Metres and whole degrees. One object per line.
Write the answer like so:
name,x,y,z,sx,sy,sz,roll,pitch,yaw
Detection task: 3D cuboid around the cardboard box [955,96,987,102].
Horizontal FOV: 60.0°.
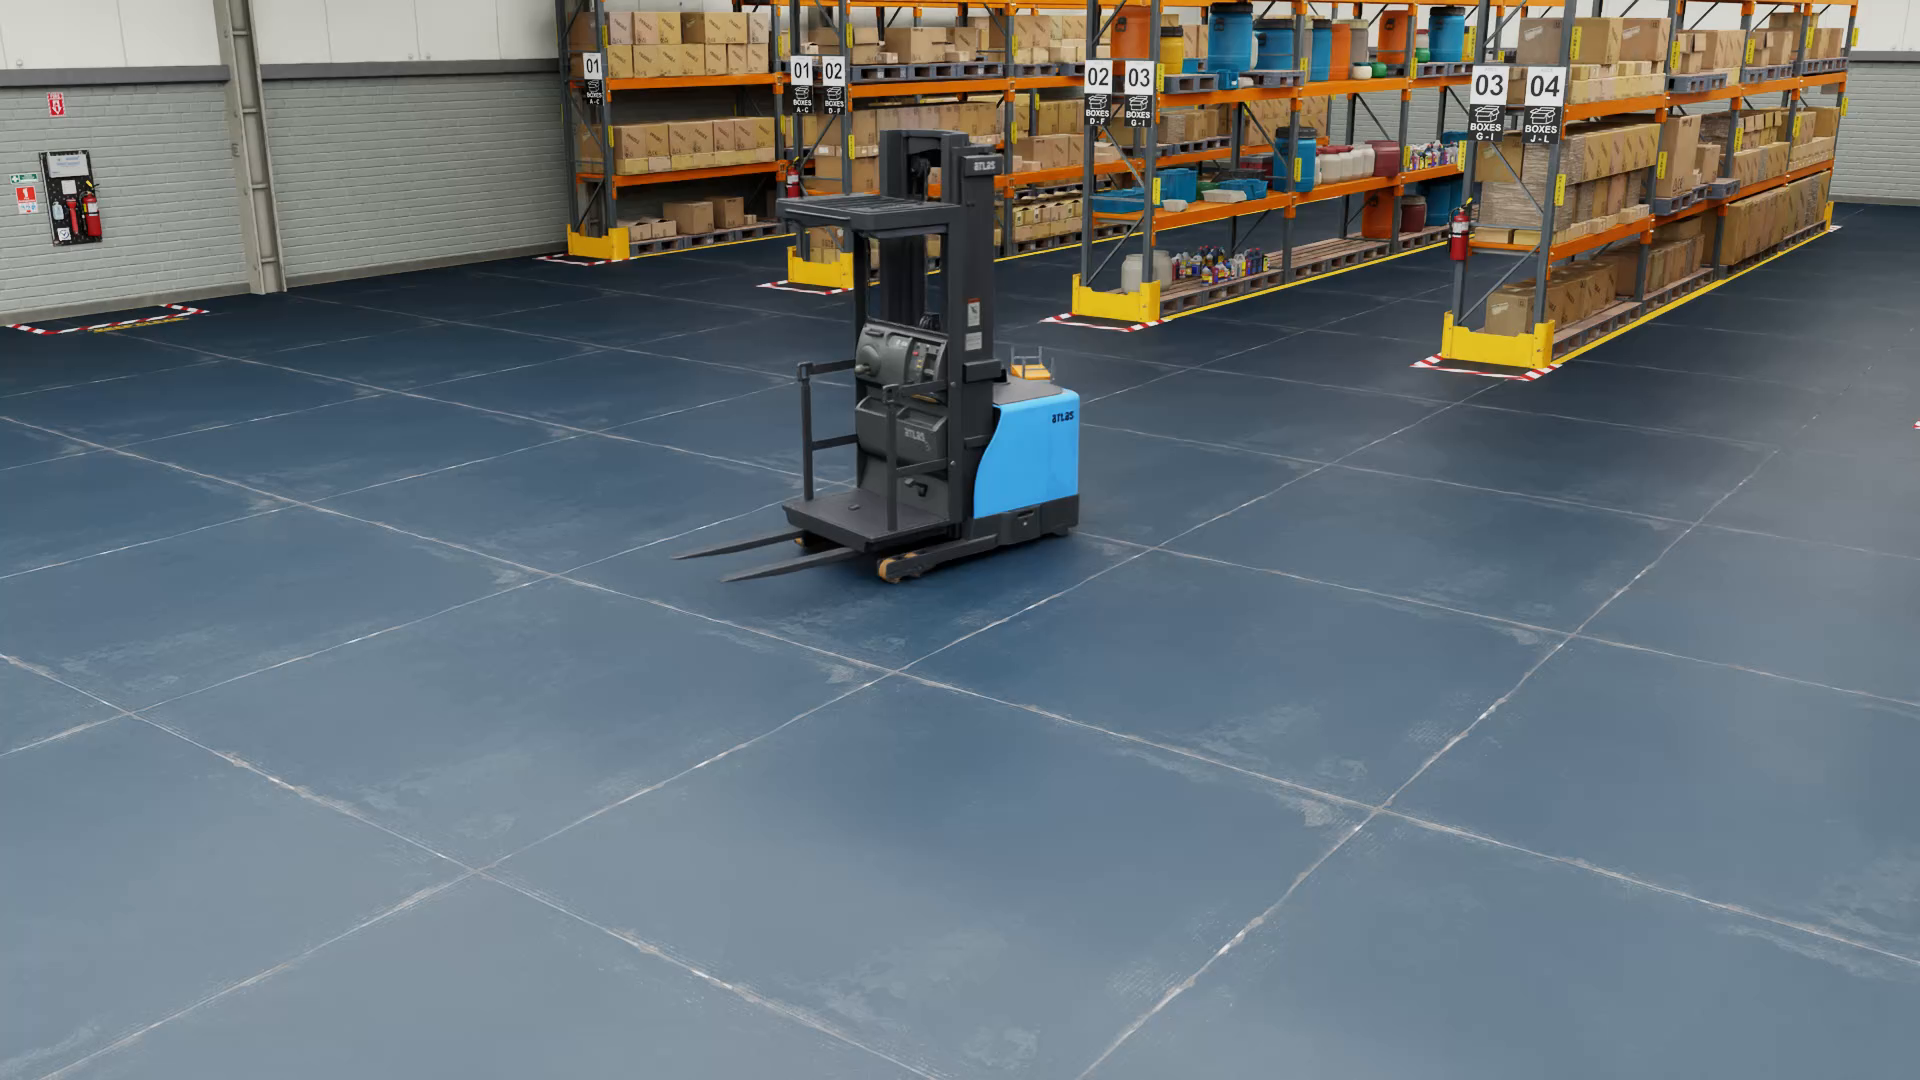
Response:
cardboard box,0.208,-8.955,34.055,0.500,0.250,0.500,12,21,34

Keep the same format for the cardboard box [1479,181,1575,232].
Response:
cardboard box,6.334,-3.749,18.589,0.875,0.500,0.500,12,21,35

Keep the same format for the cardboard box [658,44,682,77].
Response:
cardboard box,-4.895,-7.830,27.141,0.500,0.500,0.500,14,22,37

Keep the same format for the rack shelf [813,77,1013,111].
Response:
rack shelf,-0.777,-6.750,25.077,1.077,0.370,4.000,12,21,35

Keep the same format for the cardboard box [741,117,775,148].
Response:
cardboard box,-3.600,-7.141,29.135,0.500,0.500,0.500,12,21,35

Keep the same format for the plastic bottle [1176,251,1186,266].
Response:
plastic bottle,3.099,-3.897,23.459,0.144,0.351,0.185,13,22,37

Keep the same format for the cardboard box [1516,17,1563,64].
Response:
cardboard box,6.705,-5.708,18.996,0.500,0.500,0.500,12,21,35

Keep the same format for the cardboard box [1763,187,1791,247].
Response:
cardboard box,12.769,-5.321,27.196,1.225,0.875,0.875,12,21,35

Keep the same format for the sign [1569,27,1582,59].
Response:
sign,6.420,-5.187,17.358,0.100,0.325,0.005,12,21,35

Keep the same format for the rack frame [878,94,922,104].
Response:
rack frame,-1.183,-7.964,32.833,1.000,3.000,0.127,12,21,35

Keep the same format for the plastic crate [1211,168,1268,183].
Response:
plastic crate,3.976,-5.129,23.808,0.767,0.338,0.504,12,21,35

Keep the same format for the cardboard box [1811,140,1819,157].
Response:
cardboard box,14.529,-6.785,28.787,0.500,0.250,0.500,12,21,35

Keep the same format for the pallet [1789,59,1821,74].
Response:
pallet,13.630,-7.874,27.635,1.003,0.211,1.213,12,21,35

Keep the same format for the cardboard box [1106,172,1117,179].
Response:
cardboard box,3.247,-8.692,38.683,0.700,0.500,0.500,12,21,35

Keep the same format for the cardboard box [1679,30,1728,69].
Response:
cardboard box,10.064,-6.661,22.565,0.500,0.500,0.500,13,21,36

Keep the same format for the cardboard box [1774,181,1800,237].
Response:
cardboard box,13.592,-5.620,28.159,0.875,0.875,0.875,12,21,35

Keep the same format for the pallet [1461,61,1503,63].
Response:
pallet,8.768,-8.305,29.190,1.213,0.211,1.003,12,21,35

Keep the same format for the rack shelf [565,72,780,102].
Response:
rack shelf,-4.758,-7.624,27.893,1.077,0.370,4.000,12,21,35

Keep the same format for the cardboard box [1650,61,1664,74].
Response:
cardboard box,8.406,-5.809,20.414,0.380,0.149,0.250,13,22,36

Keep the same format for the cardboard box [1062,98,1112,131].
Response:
cardboard box,2.863,-9.715,37.963,0.980,0.700,0.700,12,21,34

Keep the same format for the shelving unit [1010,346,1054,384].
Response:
shelving unit,0.559,-0.876,13.041,0.258,1.200,0.503,-2,17,-8

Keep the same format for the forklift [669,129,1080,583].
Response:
forklift,-0.570,-1.283,11.434,3.031,2.935,1.130,-14,22,-38

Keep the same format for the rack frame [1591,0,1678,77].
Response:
rack frame,8.368,-7.251,20.420,1.000,3.000,0.127,12,21,35

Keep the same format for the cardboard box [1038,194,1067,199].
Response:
cardboard box,1.638,-5.925,29.247,0.500,0.311,0.500,12,21,33

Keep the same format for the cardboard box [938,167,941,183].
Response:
cardboard box,-0.456,-5.833,25.800,0.700,0.500,0.500,13,21,35

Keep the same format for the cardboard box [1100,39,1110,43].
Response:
cardboard box,3.051,-11.134,37.356,0.500,0.250,0.500,11,21,33

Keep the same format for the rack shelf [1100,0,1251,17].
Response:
rack shelf,3.989,-9.897,30.827,1.077,0.370,4.000,12,21,35

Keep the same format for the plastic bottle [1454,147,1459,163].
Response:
plastic bottle,8.663,-6.749,29.129,0.152,0.276,0.135,12,21,35

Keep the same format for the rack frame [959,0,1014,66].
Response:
rack frame,0.414,-9.002,26.059,1.000,3.000,0.127,12,21,35

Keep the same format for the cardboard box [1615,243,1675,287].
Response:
cardboard box,9.383,-3.788,22.858,0.700,0.500,0.500,10,20,30

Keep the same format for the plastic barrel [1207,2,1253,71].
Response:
plastic barrel,3.711,-6.915,22.844,0.600,0.901,0.708,12,21,35

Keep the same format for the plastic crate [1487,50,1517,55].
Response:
plastic crate,10.409,-9.207,31.880,0.504,0.338,0.767,12,21,35

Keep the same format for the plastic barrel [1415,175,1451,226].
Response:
plastic barrel,8.397,-6.070,29.562,0.600,0.901,0.708,12,21,35

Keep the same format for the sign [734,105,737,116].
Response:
sign,-4.014,-7.662,29.906,0.100,0.325,0.005,12,21,35

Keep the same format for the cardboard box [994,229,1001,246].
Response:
cardboard box,0.313,-4.876,26.815,0.500,0.250,0.500,12,21,35

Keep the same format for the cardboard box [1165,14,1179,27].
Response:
cardboard box,3.670,-9.394,30.522,0.500,0.500,0.500,12,21,35

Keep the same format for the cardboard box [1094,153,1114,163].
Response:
cardboard box,2.484,-6.707,29.207,0.380,0.149,0.250,12,21,35

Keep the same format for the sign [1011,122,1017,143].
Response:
sign,0.861,-6.491,26.494,0.100,0.325,0.005,12,21,35

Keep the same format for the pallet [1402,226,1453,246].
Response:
pallet,7.937,-5.367,29.169,1.003,0.211,1.213,12,21,35

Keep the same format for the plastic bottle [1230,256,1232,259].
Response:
plastic bottle,3.833,-3.859,23.451,0.061,0.283,0.133,12,21,35

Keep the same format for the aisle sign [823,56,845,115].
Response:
aisle sign,-1.762,-6.356,23.271,0.394,0.787,0.004,12,21,35

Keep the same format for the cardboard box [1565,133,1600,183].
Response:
cardboard box,6.835,-4.301,18.680,0.500,0.500,0.500,12,21,35

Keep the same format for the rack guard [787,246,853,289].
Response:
rack guard,-1.983,-3.985,24.234,1.175,0.500,0.348,12,21,35

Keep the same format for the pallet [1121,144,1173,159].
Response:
pallet,3.145,-7.172,30.605,1.213,0.211,1.003,12,21,35

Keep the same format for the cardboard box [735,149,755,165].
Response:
cardboard box,-3.909,-6.666,28.871,0.500,0.250,0.500,13,21,35

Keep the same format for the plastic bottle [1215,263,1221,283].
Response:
plastic bottle,3.542,-3.674,22.875,0.097,0.271,0.097,0,17,0

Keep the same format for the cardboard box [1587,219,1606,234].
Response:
cardboard box,7.317,-3.679,19.457,0.380,0.149,0.250,12,21,35

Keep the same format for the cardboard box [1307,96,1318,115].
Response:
cardboard box,7.220,-9.246,35.104,0.500,0.500,0.500,13,22,36

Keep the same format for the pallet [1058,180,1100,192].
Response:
pallet,2.443,-8.045,37.793,1.003,0.211,1.213,12,21,35

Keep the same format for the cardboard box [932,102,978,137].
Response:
cardboard box,-0.145,-6.577,26.010,0.700,0.500,0.500,12,21,35

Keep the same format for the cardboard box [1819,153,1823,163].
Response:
cardboard box,14.963,-6.738,29.306,0.380,0.149,0.250,12,21,33

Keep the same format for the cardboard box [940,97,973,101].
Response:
cardboard box,-0.091,-8.832,33.660,0.500,0.250,0.500,13,21,35

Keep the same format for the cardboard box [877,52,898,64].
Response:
cardboard box,-1.127,-7.014,24.193,0.380,0.149,0.250,12,21,35

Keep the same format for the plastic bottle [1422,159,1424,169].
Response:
plastic bottle,7.737,-6.330,27.904,0.097,0.201,0.097,0,17,0

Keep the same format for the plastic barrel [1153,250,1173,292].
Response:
plastic barrel,2.636,-3.610,22.299,0.421,0.512,0.421,0,17,0
